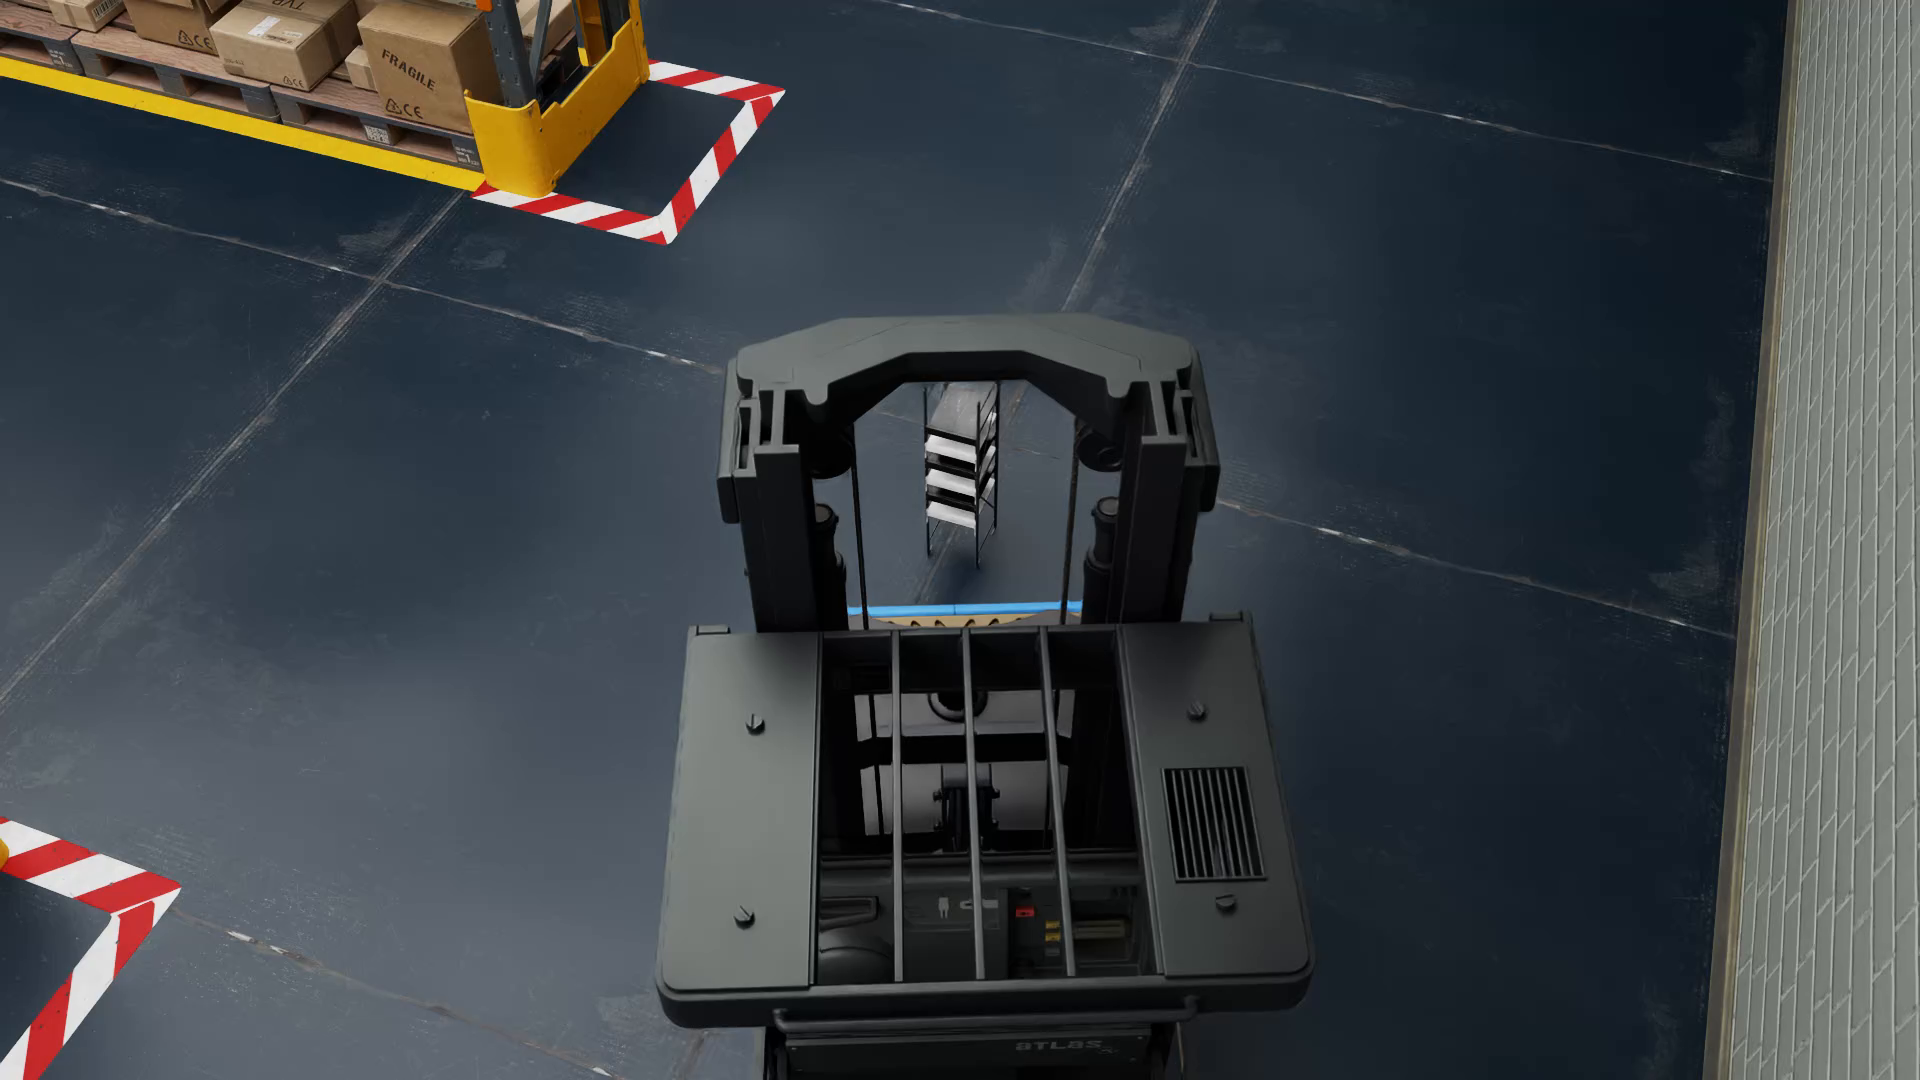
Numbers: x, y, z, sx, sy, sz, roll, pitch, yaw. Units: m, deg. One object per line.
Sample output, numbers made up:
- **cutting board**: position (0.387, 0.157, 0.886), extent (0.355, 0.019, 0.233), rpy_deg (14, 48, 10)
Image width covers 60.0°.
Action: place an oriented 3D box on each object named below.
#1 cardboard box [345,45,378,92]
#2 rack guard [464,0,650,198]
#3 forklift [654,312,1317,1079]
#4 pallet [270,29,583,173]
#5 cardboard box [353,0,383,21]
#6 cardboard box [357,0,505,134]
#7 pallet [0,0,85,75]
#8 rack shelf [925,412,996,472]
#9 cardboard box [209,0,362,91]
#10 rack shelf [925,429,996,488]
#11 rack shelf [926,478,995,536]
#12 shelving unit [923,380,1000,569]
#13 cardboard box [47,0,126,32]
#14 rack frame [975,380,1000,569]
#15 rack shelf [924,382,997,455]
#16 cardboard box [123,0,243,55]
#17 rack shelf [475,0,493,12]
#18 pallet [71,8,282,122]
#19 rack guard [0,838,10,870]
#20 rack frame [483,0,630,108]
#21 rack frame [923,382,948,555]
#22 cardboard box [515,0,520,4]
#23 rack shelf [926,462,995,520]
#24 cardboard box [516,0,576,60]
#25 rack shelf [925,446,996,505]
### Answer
- **cardboard box**: position (-2.844, -2.416, 8.310), extent (0.250, 0.166, 0.380), rpy_deg (16, 51, 13)
- **rack guard**: position (-1.971, -2.264, 8.248), extent (0.348, 0.500, 1.175), rpy_deg (16, 51, 13)
- **forklift**: position (0.031, 1.053, 3.764), extent (1.130, 2.935, 3.031), rpy_deg (-1, 49, -1)
- **pallet**: position (-2.720, -2.377, 8.538), extent (1.213, 0.211, 1.003), rpy_deg (16, 51, 13)
- **cardboard box**: position (-2.781, -2.781, 8.570), extent (0.500, 0.250, 0.500), rpy_deg (16, 51, 13)
- **cardboard box**: position (-2.495, -2.356, 8.036), extent (0.500, 0.500, 0.500), rpy_deg (16, 51, 13)
- **pallet**: position (-5.008, -3.016, 9.091), extent (1.213, 0.211, 1.003), rpy_deg (16, 51, 13)
- **rack shelf**: position (0.008, -0.389, 6.164), extent (0.200, 0.077, 0.258), rpy_deg (16, 51, 13)
- **cardboard box**: position (-3.376, -2.544, 8.365), extent (0.500, 0.250, 0.500), rpy_deg (16, 51, 13)
- **rack shelf**: position (0.008, -0.330, 6.232), extent (0.200, 0.077, 0.258), rpy_deg (16, 51, 13)
- **rack shelf**: position (0.008, -0.153, 6.436), extent (0.200, 0.077, 0.258), rpy_deg (16, 51, 13)
- **shelving unit**: position (0.008, -0.293, 6.275), extent (0.210, 0.900, 0.258), rpy_deg (16, 51, 13)
- **cardboard box**: position (-4.519, -2.844, 8.680), extent (0.250, 0.166, 0.380), rpy_deg (16, 51, 13)
- **rack frame**: position (0.103, -0.266, 6.252), extent (0.006, 0.900, 0.240), rpy_deg (16, 51, 13)
- **rack shelf**: position (0.008, -0.448, 6.096), extent (0.200, 0.077, 0.258), rpy_deg (16, 51, 13)
- **cardboard box**: position (-3.888, -2.948, 8.548), extent (0.637, 0.503, 0.797), rpy_deg (16, 51, 13)
- **rack shelf**: position (-3.776, -3.351, 8.012), extent (4.000, 0.370, 1.077), rpy_deg (16, 51, 13)
- **pallet**: position (-3.860, -2.698, 8.815), extent (1.213, 0.211, 1.003), rpy_deg (16, 51, 13)
- **rack guard**: position (-3.593, 1.263, 5.191), extent (0.348, 0.500, 1.175), rpy_deg (16, 51, 13)
- **rack frame**: position (-1.900, -3.063, 7.286), extent (0.127, 3.000, 1.000), rpy_deg (16, 51, 13)
- **rack frame**: position (-0.088, -0.319, 6.298), extent (0.006, 0.900, 0.240), rpy_deg (16, 51, 13)
- **cardboard box**: position (-2.408, -2.698, 8.553), extent (0.250, 0.166, 0.380), rpy_deg (16, 51, 13)
- **rack shelf**: position (0.008, -0.212, 6.368), extent (0.200, 0.077, 0.258), rpy_deg (16, 51, 13)
- **cardboard box**: position (-2.174, -2.626, 8.503), extent (0.250, 0.149, 0.380), rpy_deg (16, 51, 13)
- **rack shelf**: position (0.008, -0.271, 6.300), extent (0.200, 0.077, 0.258), rpy_deg (16, 51, 13)
